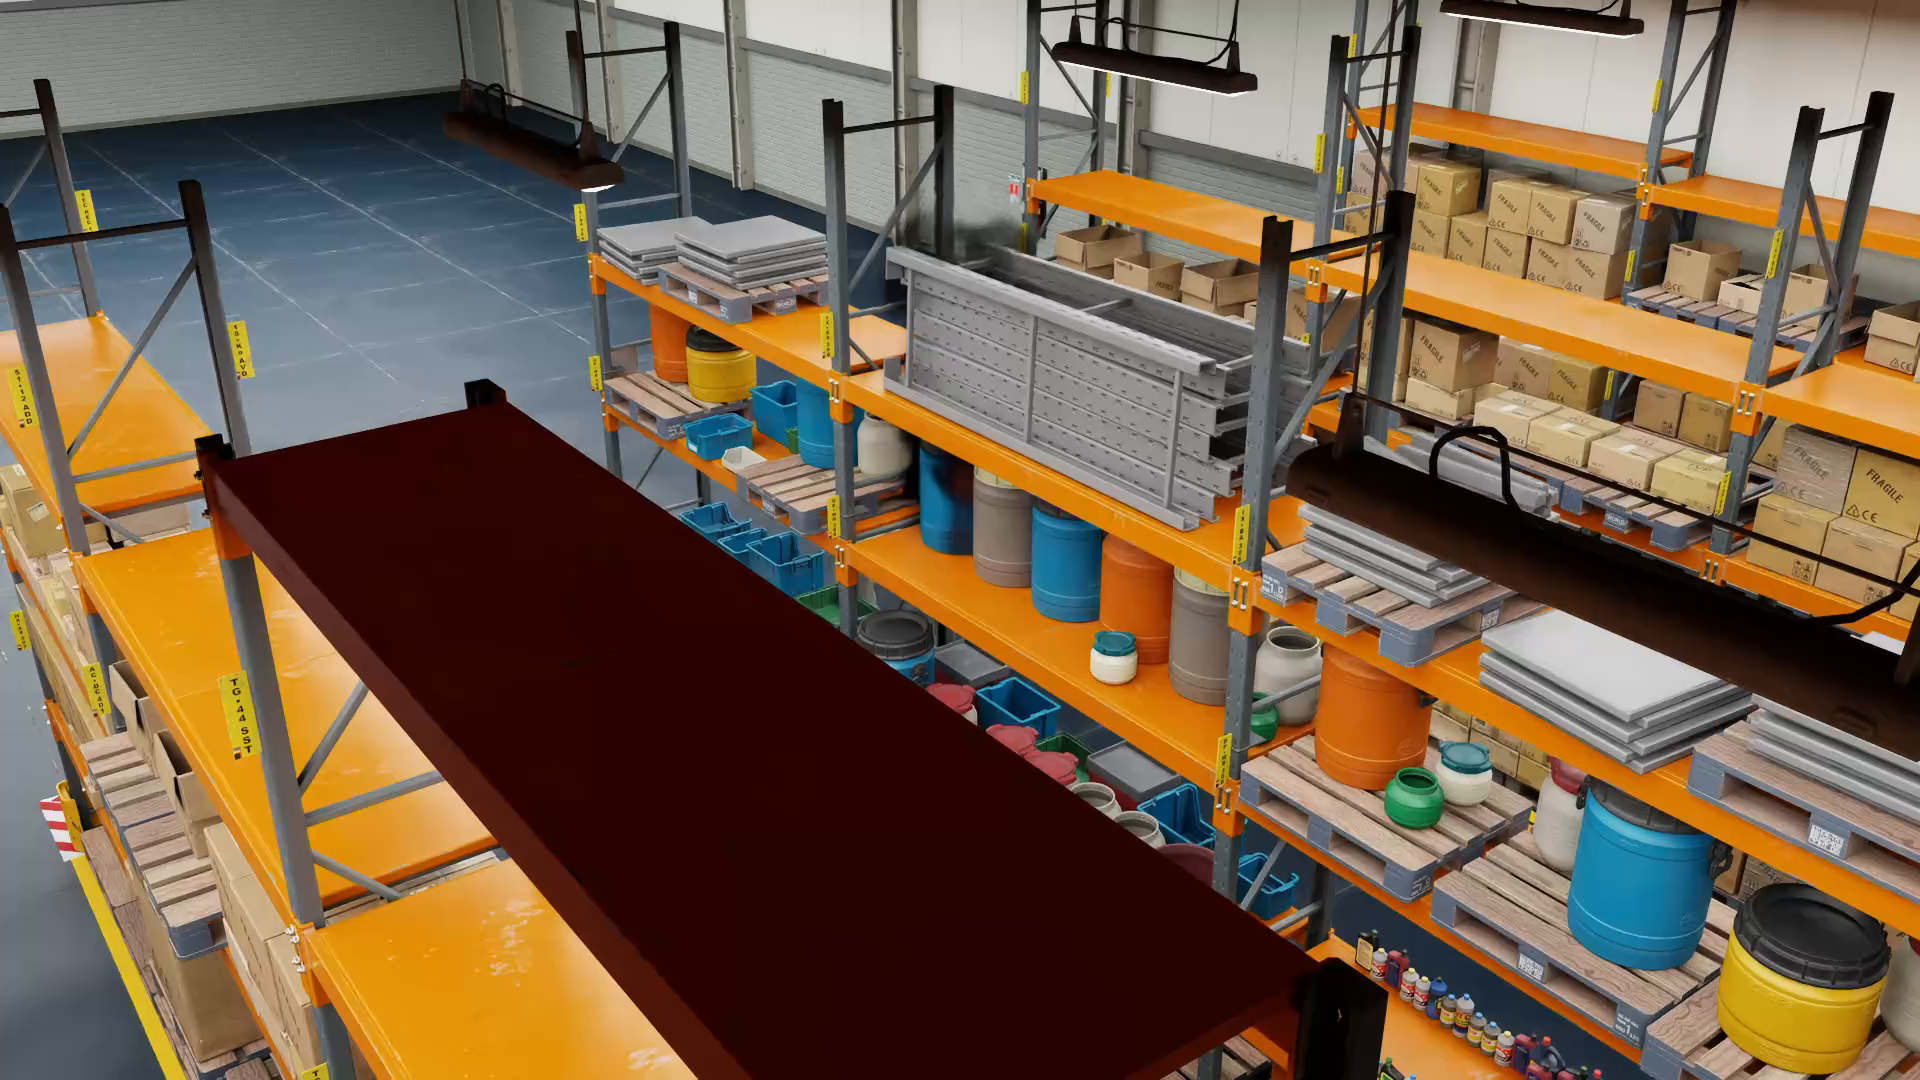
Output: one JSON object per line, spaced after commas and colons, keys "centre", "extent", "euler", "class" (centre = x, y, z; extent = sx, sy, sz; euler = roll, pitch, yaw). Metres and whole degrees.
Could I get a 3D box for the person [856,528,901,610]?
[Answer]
{"centre": [-0.882, 0.291, 16.340], "extent": [0.588, 1.747, 0.773], "euler": [-17, 30, -32], "class": "person"}
